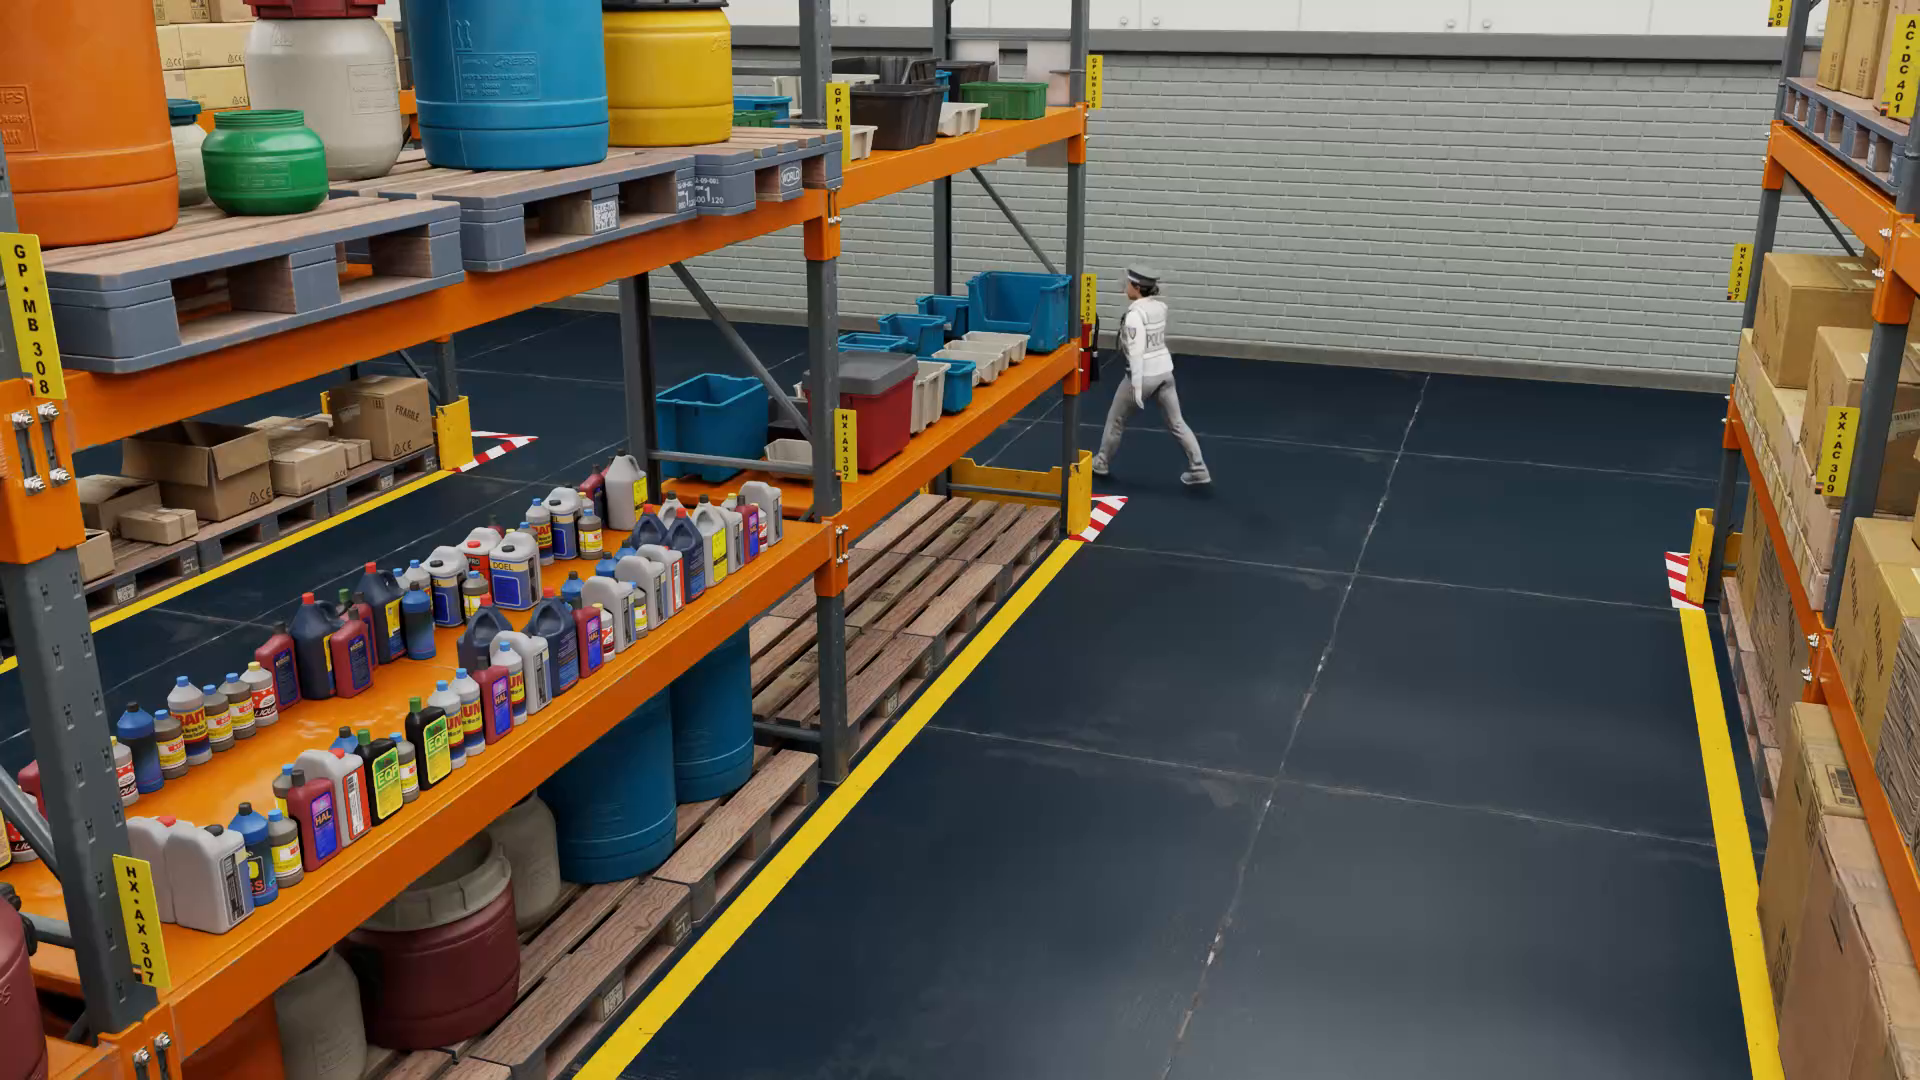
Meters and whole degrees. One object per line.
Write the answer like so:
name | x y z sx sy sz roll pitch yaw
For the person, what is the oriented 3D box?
person | 1.346 -1.205 12.100 0.526 1.596 1.103 -18 25 -42
